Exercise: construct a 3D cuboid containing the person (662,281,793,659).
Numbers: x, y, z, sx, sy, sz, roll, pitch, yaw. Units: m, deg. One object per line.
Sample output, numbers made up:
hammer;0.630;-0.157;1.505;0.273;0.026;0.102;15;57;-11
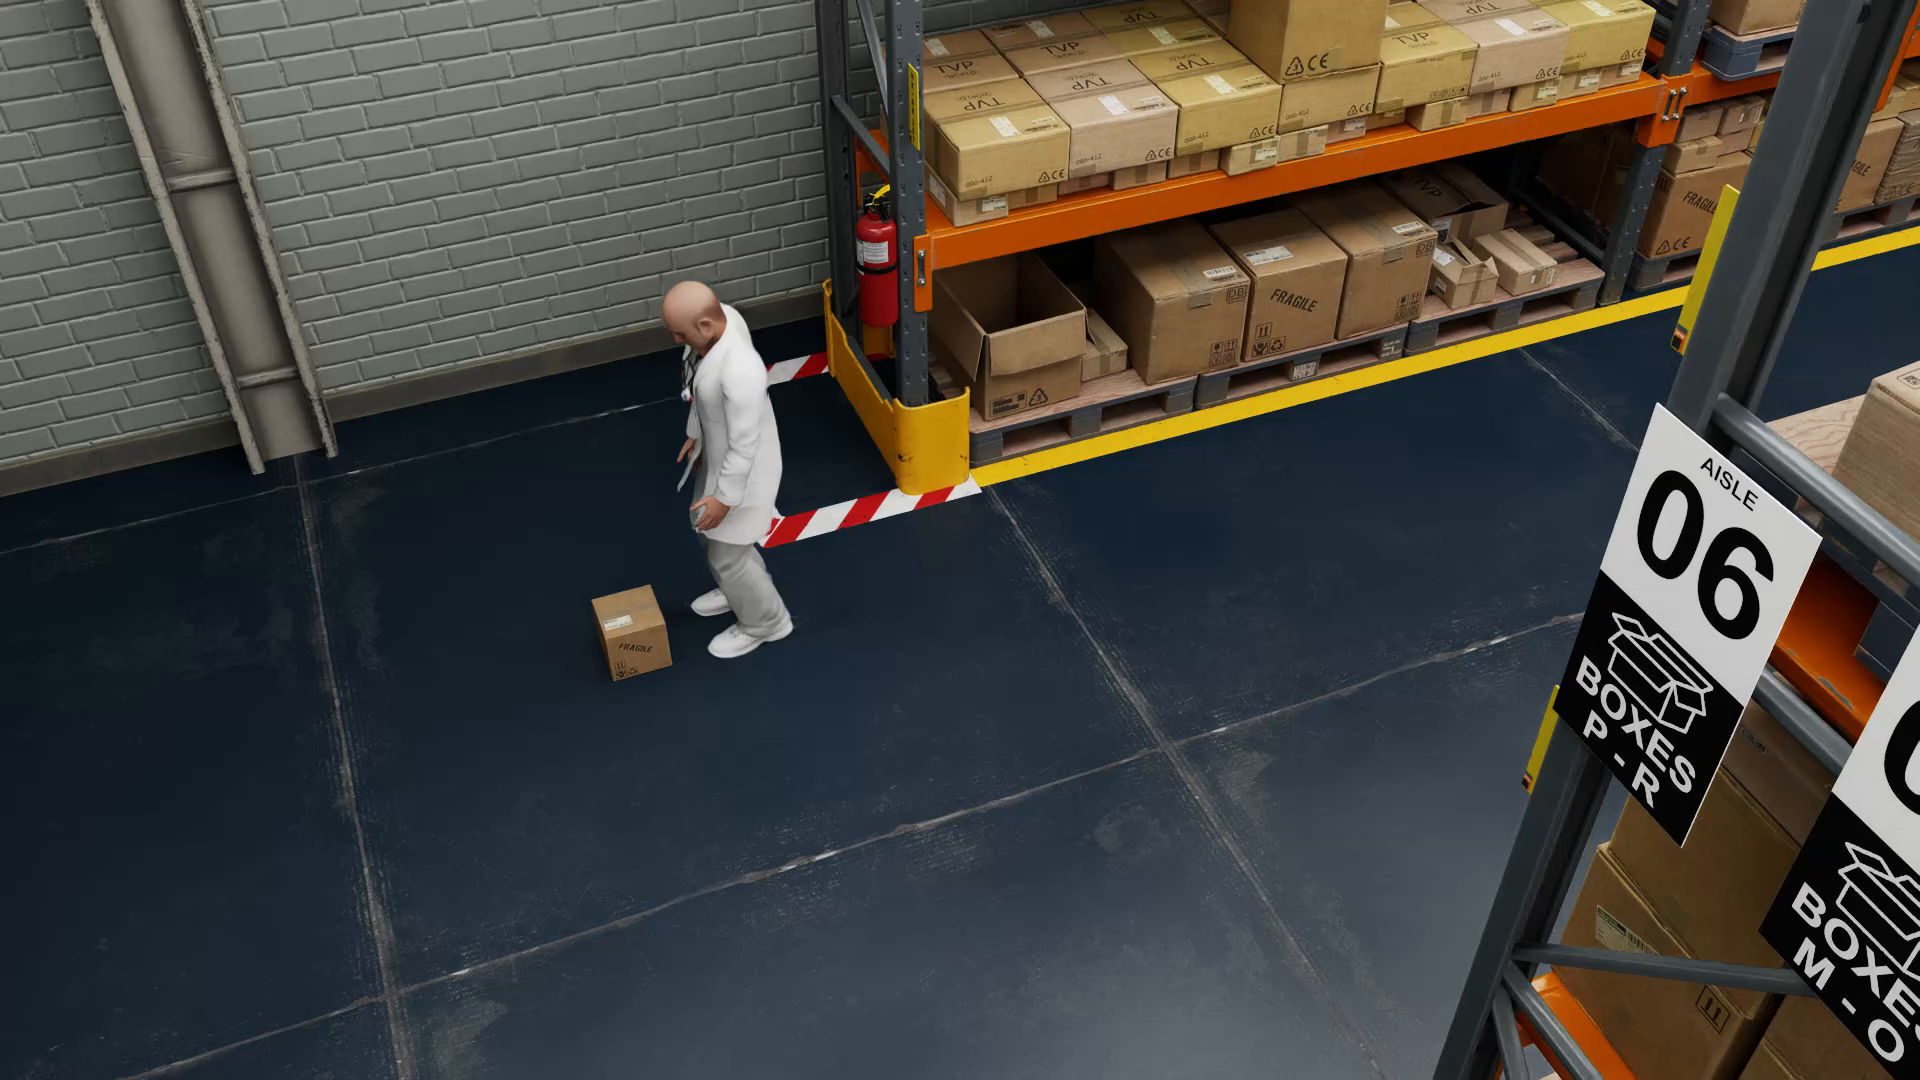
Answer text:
person;-0.908;-0.280;6.534;0.417;1.731;0.587;-14;43;-16
